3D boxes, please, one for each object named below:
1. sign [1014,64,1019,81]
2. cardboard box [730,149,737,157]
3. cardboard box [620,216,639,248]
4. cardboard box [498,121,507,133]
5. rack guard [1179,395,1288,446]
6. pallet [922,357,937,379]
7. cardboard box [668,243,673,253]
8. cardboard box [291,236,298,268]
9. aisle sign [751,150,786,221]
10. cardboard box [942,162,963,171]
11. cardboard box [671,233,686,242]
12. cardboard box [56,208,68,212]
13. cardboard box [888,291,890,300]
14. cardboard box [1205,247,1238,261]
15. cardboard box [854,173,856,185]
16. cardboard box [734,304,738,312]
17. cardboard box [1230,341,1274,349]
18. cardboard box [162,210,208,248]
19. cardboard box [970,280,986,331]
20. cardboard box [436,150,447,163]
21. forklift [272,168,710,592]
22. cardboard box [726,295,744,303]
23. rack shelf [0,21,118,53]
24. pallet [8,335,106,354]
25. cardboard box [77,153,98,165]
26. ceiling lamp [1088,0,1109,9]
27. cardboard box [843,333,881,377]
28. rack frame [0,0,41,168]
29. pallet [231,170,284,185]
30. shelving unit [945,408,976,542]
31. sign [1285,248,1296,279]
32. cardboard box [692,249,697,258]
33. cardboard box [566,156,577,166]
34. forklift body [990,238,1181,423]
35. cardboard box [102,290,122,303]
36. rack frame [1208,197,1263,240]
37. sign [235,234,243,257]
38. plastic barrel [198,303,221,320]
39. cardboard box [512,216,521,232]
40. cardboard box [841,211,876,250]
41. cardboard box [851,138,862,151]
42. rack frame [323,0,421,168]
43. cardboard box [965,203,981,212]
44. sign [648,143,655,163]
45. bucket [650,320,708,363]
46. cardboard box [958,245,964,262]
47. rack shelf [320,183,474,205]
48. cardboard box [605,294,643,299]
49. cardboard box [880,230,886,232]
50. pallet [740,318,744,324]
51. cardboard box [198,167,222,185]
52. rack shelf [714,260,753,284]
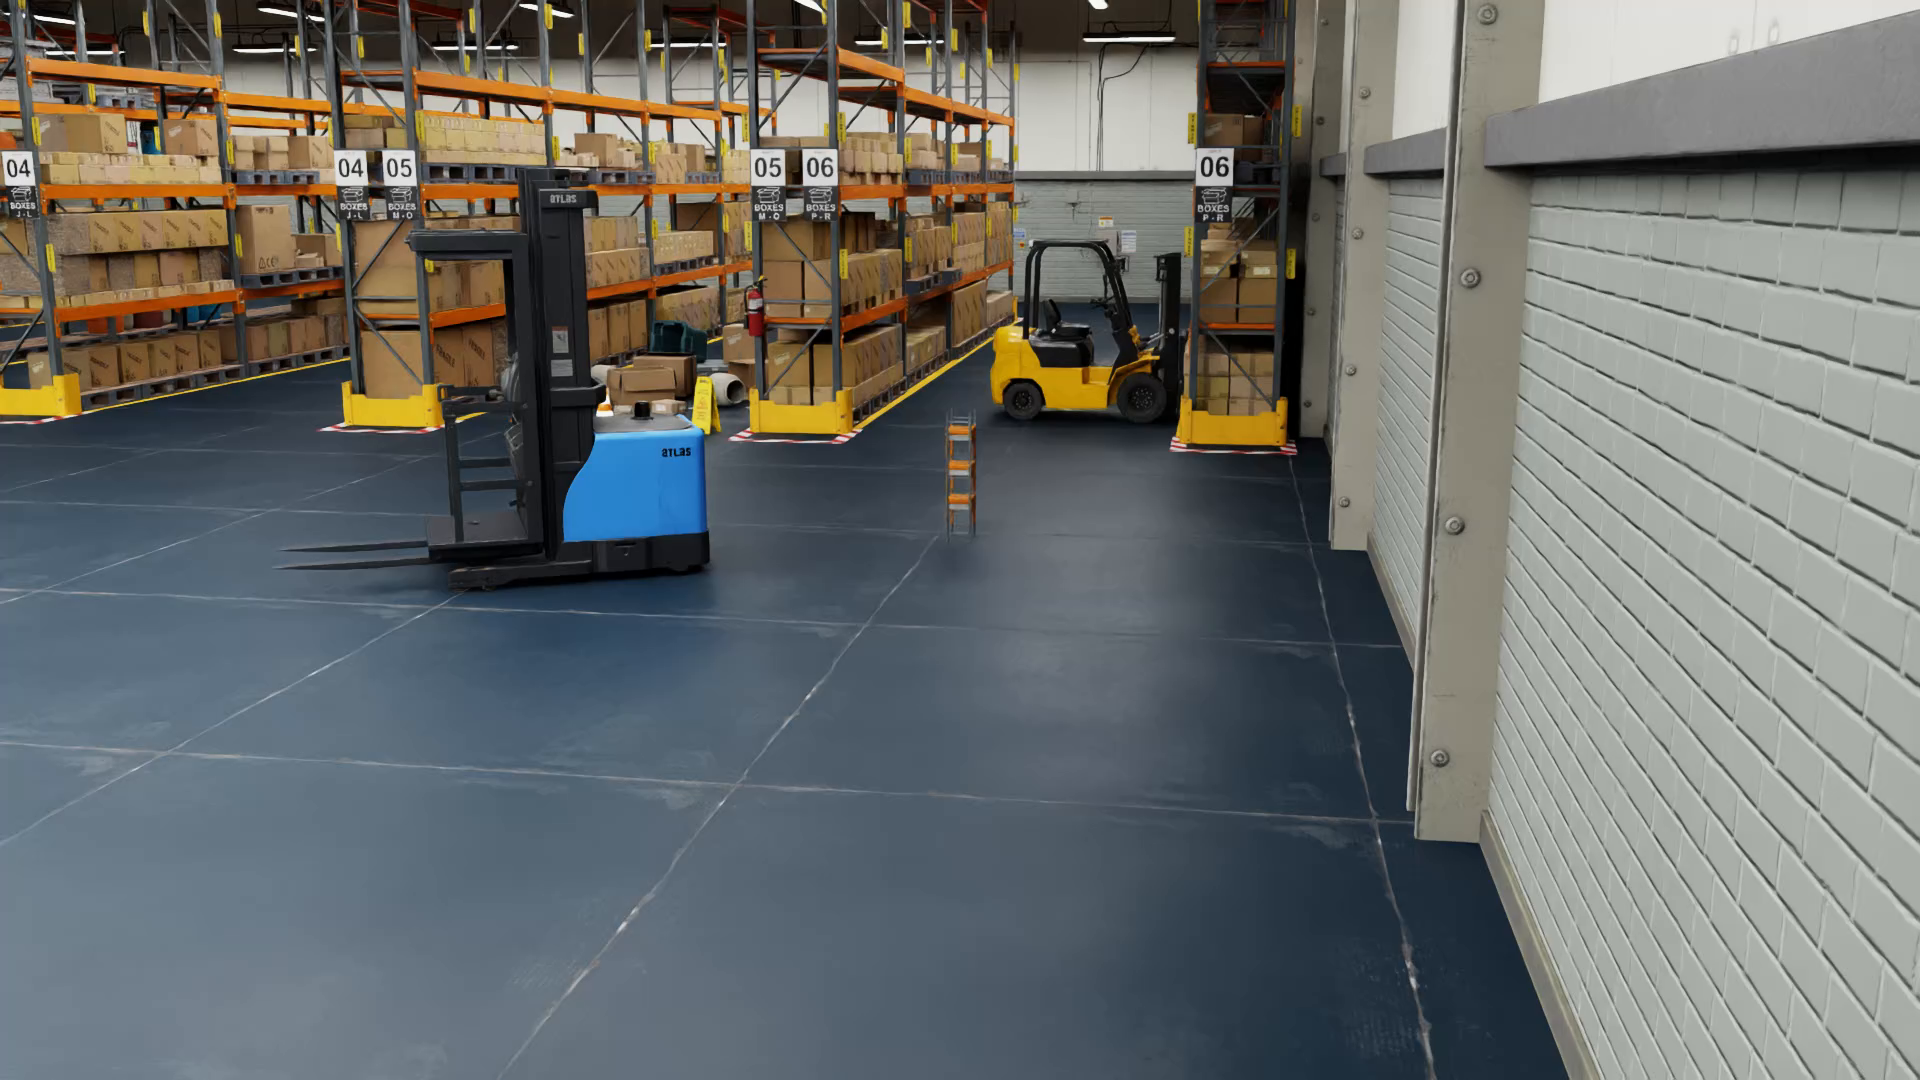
[{"bbox_3d":[1.136,-9.460,33.626,0.100,0.325,0.005,2,12,9],"label":"sign"},{"bbox_3d":[-4.494,-7.407,31.846,0.380,0.149,0.250,2,12,7],"label":"cardboard box"},{"bbox_3d":[-5.614,-4.971,26.831,0.700,0.500,0.500,2,12,8],"label":"cardboard box"},{"bbox_3d":[-6.087,-5.333,21.467,0.380,0.149,0.250,2,12,8],"label":"cardboard box"},{"bbox_3d":[3.042,-1.335,18.503,1.175,0.500,0.348,2,12,9],"label":"rack guard"},{"bbox_3d":[-0.940,-2.609,25.097,1.003,0.211,1.213,2,12,9],"label":"pallet"},{"bbox_3d":[-5.147,-5.014,28.531,0.380,0.149,0.250,2,12,9],"label":"cardboard box"},{"bbox_3d":[-10.861,-4.496,25.992,0.797,0.503,0.637,3,13,14],"label":"cardboard box"},{"bbox_3d":[-2.155,-3.990,18.715,0.394,0.787,0.004,2,12,9],"label":"aisle sign"},{"bbox_3d":[-0.156,-6.379,28.412,0.380,0.166,0.250,3,13,13],"label":"cardboard box"},{"bbox_3d":[-5.030,-5.316,29.226,0.380,0.149,0.250,2,12,8],"label":"cardboard box"},{"bbox_3d":[-19.085,-6.704,34.871,0.500,0.500,0.500,2,12,7],"label":"cardboard box"},{"bbox_3d":[-1.141,-3.251,22.057,0.380,0.149,0.250,2,12,9],"label":"cardboard box"},{"bbox_3d":[3.025,-3.312,19.259,0.380,0.149,0.250,2,12,9],"label":"cardboard box"},{"bbox_3d":[-1.447,-4.288,19.748,0.380,0.149,0.250,2,12,8],"label":"cardboard box"},{"bbox_3d":[-4.552,-4.545,32.529,0.380,0.149,0.250,1,12,6],"label":"cardboard box"},{"bbox_3d":[3.468,-2.214,19.803,0.500,0.250,0.500,2,12,8],"label":"cardboard box"},{"bbox_3d":[-10.909,-4.352,23.252,0.500,0.500,0.500,2,12,9],"label":"cardboard box"},{"bbox_3d":[-0.030,-4.255,30.165,0.875,0.875,0.875,2,12,10],"label":"cardboard box"},{"bbox_3d":[-6.358,-4.573,19.837,0.380,0.149,0.250,2,12,9],"label":"cardboard box"},{"bbox_3d":[-3.439,-1.188,12.048,3.031,2.935,1.130,-4,13,-18],"label":"forklift"},{"bbox_3d":[-4.434,-4.742,32.736,0.380,0.149,0.250,2,12,10],"label":"cardboard box"},{"bbox_3d":[-19.286,-10.485,34.605,1.077,0.370,4.000,2,12,9],"label":"rack shelf"},{"bbox_3d":[-15.472,-3.346,28.518,1.003,0.211,1.213,2,12,9],"label":"pallet"},{"bbox_3d":[-11.216,-4.843,21.135,0.380,0.149,0.250,2,12,11],"label":"cardboard box"},{"bbox_3d":[2.591,-10.743,28.127,0.800,3.185,2.000,2,12,9],"label":"ceiling lamp"},{"bbox_3d":[-1.297,-2.327,20.921,0.500,0.500,0.500,2,12,10],"label":"cardboard box"},{"bbox_3d":[-11.651,-5.976,19.863,1.000,3.000,0.127,2,12,9],"label":"rack frame"},{"bbox_3d":[-10.836,-5.376,24.643,1.213,0.211,1.003,2,12,9],"label":"pallet"},{"bbox_3d":[0.008,-0.524,13.434,0.215,1.050,0.252,2,12,9],"label":"shelving unit"},{"bbox_3d":[3.594,-3.005,18.074,0.100,0.325,0.005,2,12,9],"label":"sign"},{"bbox_3d":[-4.941,-5.137,29.809,0.380,0.149,0.250,1,12,6],"label":"cardboard box"},{"bbox_3d":[-5.746,-5.500,24.135,0.250,0.149,0.380,2,12,9],"label":"cardboard box"},{"bbox_3d":[1.535,-2.601,20.458,2.313,2.155,1.214,2,12,9],"label":"forklift body"},{"bbox_3d":[-11.198,-3.180,21.724,0.380,0.149,0.250,2,12,9],"label":"cardboard box"},{"bbox_3d":[4.892,-5.060,29.854,1.000,3.000,0.127,2,12,9],"label":"rack frame"},{"bbox_3d":[-10.499,-4.283,24.193,0.100,0.325,0.005,2,12,9],"label":"sign"},{"bbox_3d":[-14.800,-4.769,32.485,0.600,0.901,0.708,2,12,9],"label":"plastic barrel"},{"bbox_3d":[-6.211,-4.102,22.486,0.875,0.550,0.550,2,12,9],"label":"cardboard box"},{"bbox_3d":[-1.526,-4.153,22.329,0.700,0.500,0.500,2,12,8],"label":"cardboard box"},{"bbox_3d":[-1.368,-4.676,19.653,0.380,0.149,0.250,2,12,8],"label":"cardboard box"},{"bbox_3d":[-6.766,-5.794,19.020,1.000,3.000,0.127,2,12,9],"label":"rack frame"},{"bbox_3d":[0.291,-6.132,30.678,0.380,0.149,0.250,2,12,8],"label":"cardboard box"},{"bbox_3d":[-4.988,-6.265,26.909,0.100,0.325,0.005,2,12,9],"label":"sign"},{"bbox_3d":[-3.893,-2.734,23.222,0.726,0.611,0.620,7,4,28],"label":"bucket"},{"bbox_3d":[-0.226,-4.764,27.647,0.500,0.250,0.500,2,12,10],"label":"cardboard box"},{"bbox_3d":[-10.113,-6.240,29.914,1.077,0.370,4.000,2,12,9],"label":"rack shelf"},{"bbox_3d":[-5.689,-4.028,28.219,0.500,0.250,0.500,2,12,7],"label":"cardboard box"},{"bbox_3d":[-1.325,-4.161,23.743,0.500,0.500,0.500,2,12,9],"label":"cardboard box"},{"bbox_3d":[-4.667,-4.392,33.372,1.003,0.211,1.213,2,12,9],"label":"pallet"},{"bbox_3d":[-10.848,-5.166,23.579,0.500,0.250,0.500,2,12,11],"label":"cardboard box"},{"bbox_3d":[-4.613,-5.424,33.250,1.077,0.370,4.000,2,12,9],"label":"rack shelf"}]
